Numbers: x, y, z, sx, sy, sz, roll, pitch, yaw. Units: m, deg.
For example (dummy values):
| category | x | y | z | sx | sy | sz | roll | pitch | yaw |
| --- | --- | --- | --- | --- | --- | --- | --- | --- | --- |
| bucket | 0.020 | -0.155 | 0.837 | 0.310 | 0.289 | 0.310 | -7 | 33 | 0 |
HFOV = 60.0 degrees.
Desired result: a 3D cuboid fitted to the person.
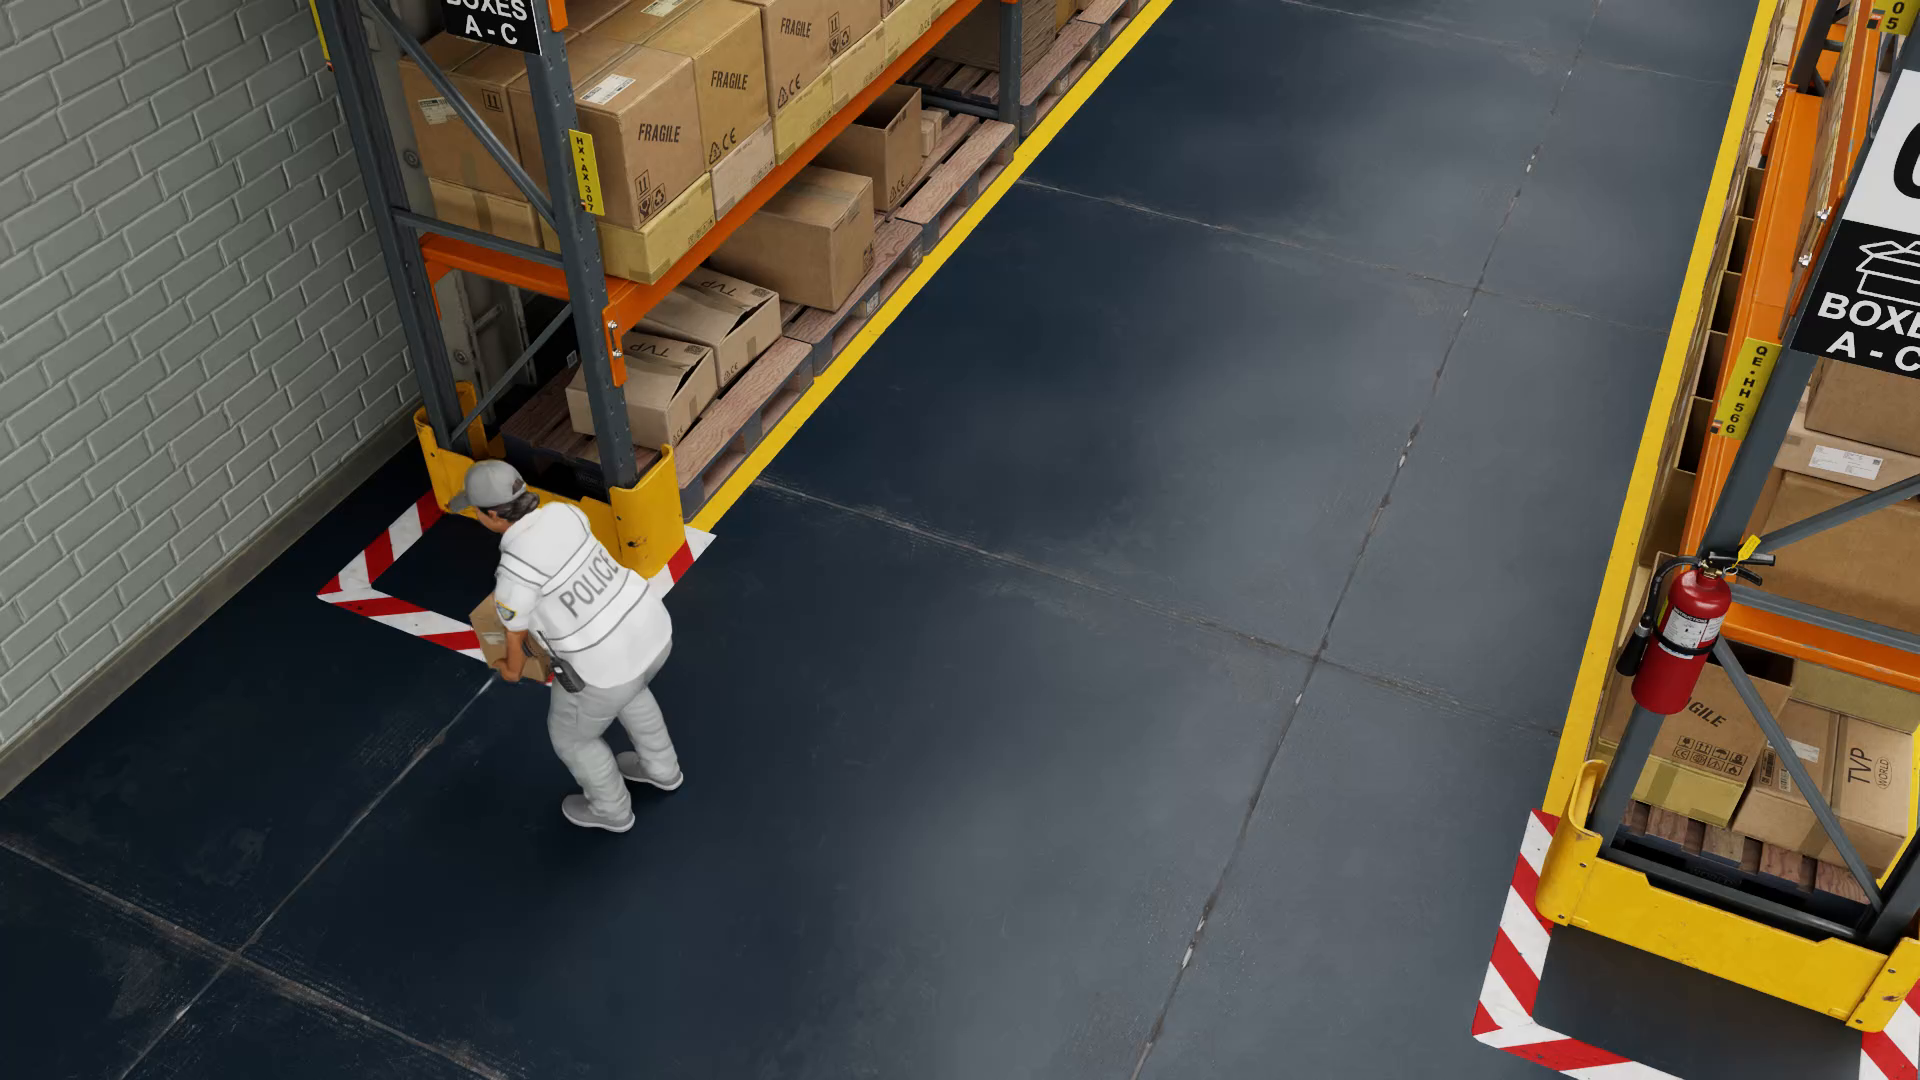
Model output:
| category | x | y | z | sx | sy | sz | roll | pitch | yaw |
| --- | --- | --- | --- | --- | --- | --- | --- | --- | --- |
| person | -1.345 | 0.384 | 5.812 | 0.684 | 1.571 | 0.453 | 17 | 45 | 17 |
